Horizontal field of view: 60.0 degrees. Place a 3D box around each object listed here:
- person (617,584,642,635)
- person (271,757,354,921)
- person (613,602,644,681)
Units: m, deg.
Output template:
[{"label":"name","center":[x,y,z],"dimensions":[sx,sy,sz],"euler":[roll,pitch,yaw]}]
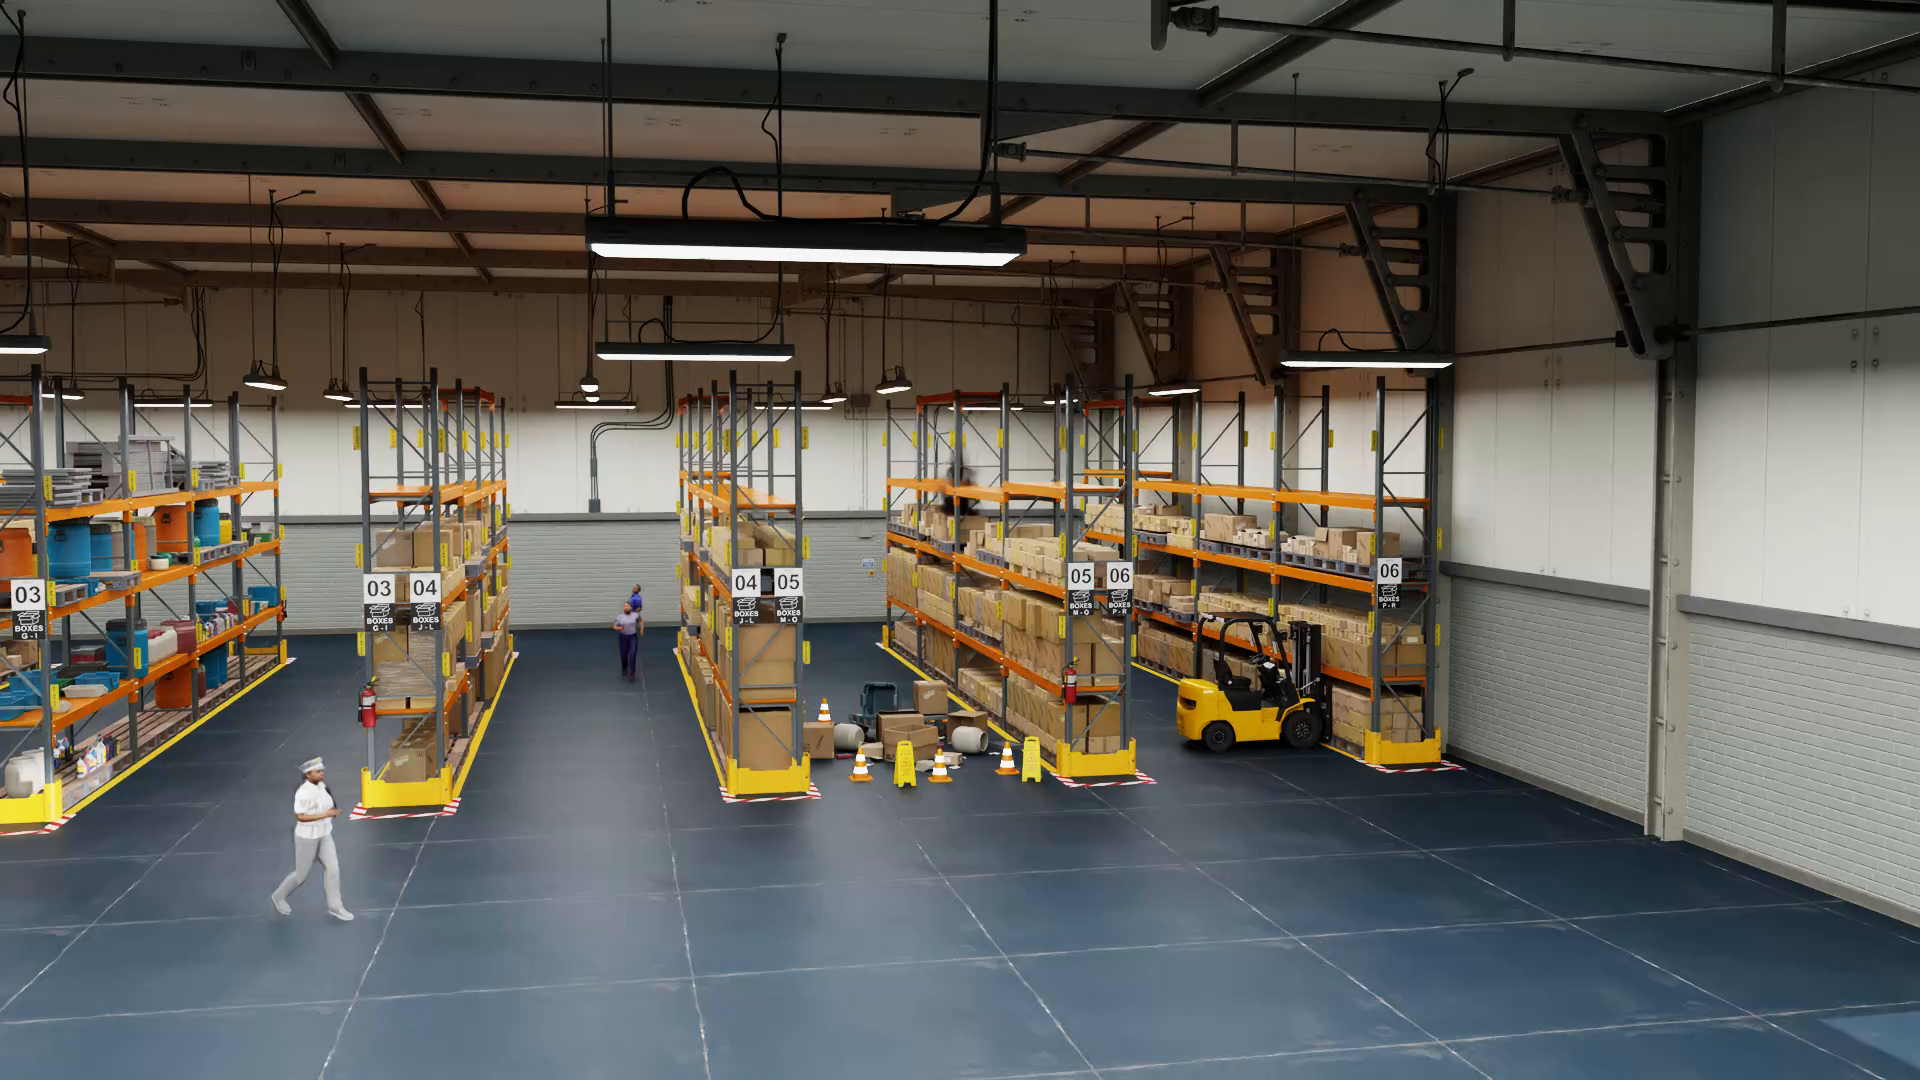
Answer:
[{"label":"person","center":[-7.909,1.854,39.726],"dimensions":[0.524,1.583,0.700],"euler":[-2,4,-33]},{"label":"person","center":[-6.758,3.100,17.322],"dimensions":[0.901,1.702,0.604],"euler":[1,4,14]},{"label":"person","center":[-6.929,2.091,34.731],"dimensions":[0.613,1.596,1.037],"euler":[0,3,-8]}]
